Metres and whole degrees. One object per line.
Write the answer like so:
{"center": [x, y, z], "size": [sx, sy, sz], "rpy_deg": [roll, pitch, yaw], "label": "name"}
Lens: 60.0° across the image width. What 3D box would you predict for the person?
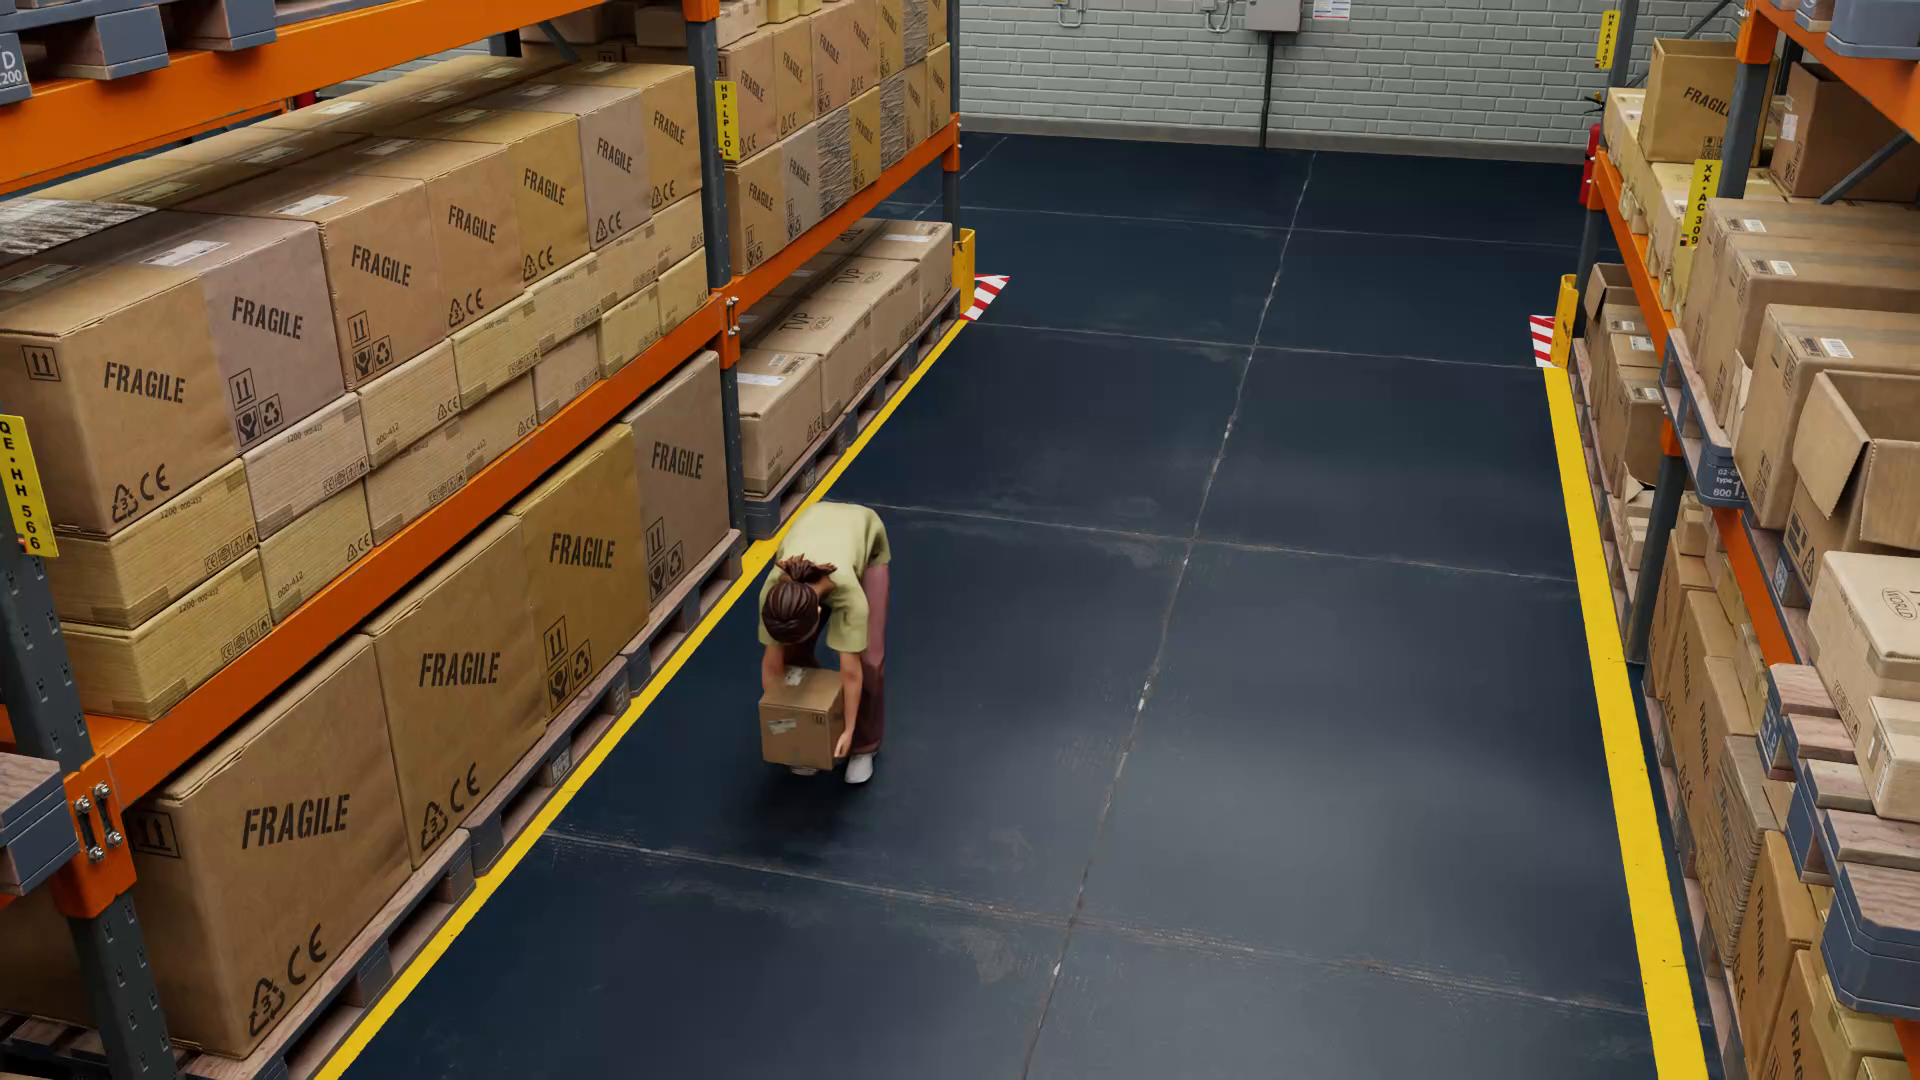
{"center": [-0.494, 0.432, 5.931], "size": [0.416, 1.051, 0.872], "rpy_deg": [5, 26, 11], "label": "person"}
